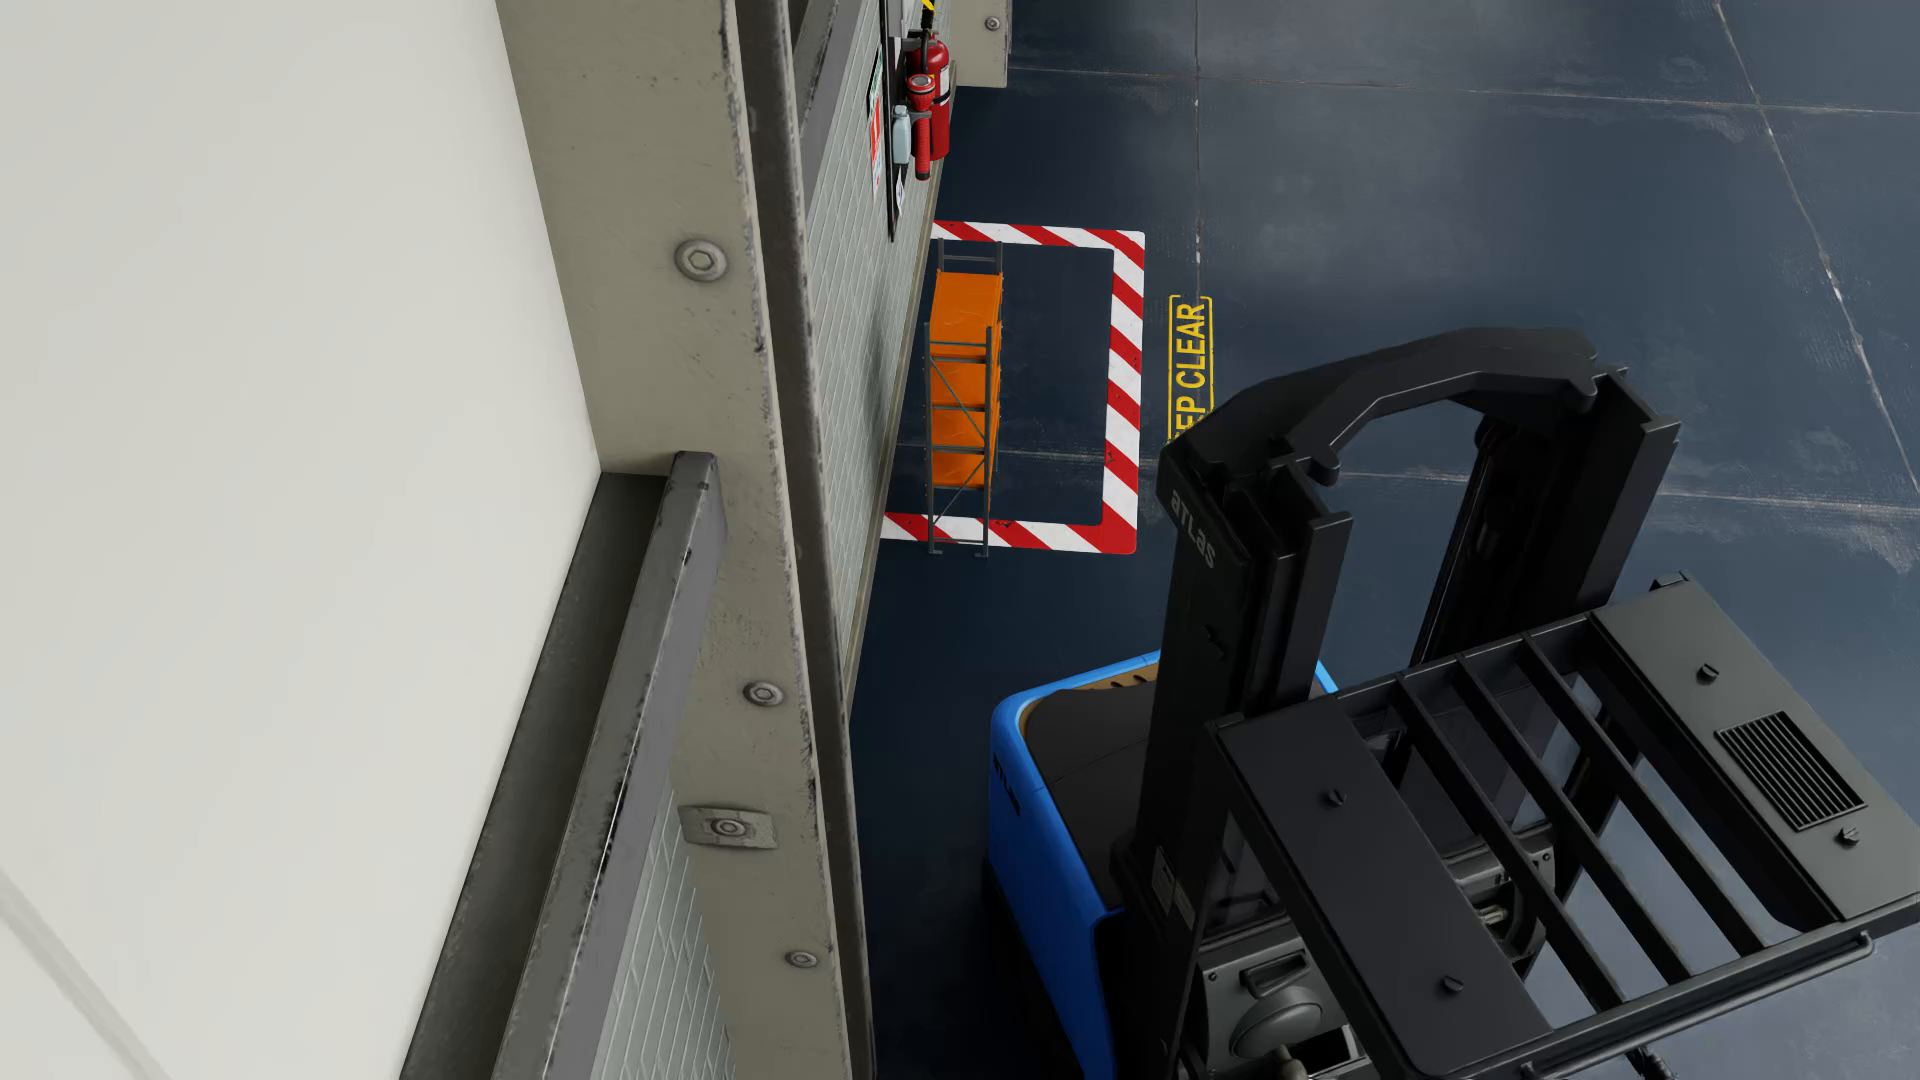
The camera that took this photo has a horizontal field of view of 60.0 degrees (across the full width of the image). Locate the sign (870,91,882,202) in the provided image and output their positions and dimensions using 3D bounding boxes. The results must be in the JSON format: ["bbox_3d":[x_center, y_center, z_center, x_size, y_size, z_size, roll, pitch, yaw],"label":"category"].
[{"bbox_3d":[-0.303,-1.421,6.019,0.001,0.329,0.234,4,48,4],"label":"sign"}]

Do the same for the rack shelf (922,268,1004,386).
[{"bbox_3d":[0.015,-0.792,6.154,0.258,0.148,0.480,4,48,4],"label":"rack shelf"}]

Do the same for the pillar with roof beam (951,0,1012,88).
[{"bbox_3d":[4.401,-5.357,5.577,9.100,9.000,0.400,4,48,4],"label":"pillar with roof beam"}]

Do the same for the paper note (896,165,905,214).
[{"bbox_3d":[-0.235,-1.386,6.607,0.016,0.148,0.142,4,48,4],"label":"paper note"}]

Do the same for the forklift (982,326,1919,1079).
[{"bbox_3d":[1.067,1.103,3.781,1.130,2.935,3.031,-16,49,-14],"label":"forklift"}]

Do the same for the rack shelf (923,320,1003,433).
[{"bbox_3d":[0.015,-0.632,6.329,0.258,0.148,0.480,4,48,4],"label":"rack shelf"}]

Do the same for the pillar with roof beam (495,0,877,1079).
[{"bbox_3d":[3.854,-0.948,1.545,9.100,9.000,0.400,4,48,4],"label":"pillar with roof beam"}]

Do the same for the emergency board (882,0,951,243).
[{"bbox_3d":[-0.150,-1.808,6.397,0.194,1.169,0.643,4,48,4],"label":"emergency board"}]

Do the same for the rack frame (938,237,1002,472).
[{"bbox_3d":[0.037,-0.706,6.608,0.240,1.200,0.015,4,48,4],"label":"rack frame"}]

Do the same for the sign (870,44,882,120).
[{"bbox_3d":[-0.294,-1.603,5.826,0.001,0.109,0.331,4,48,4],"label":"sign"}]

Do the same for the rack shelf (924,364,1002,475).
[{"bbox_3d":[0.015,-0.481,6.494,0.258,0.148,0.480,4,48,4],"label":"rack shelf"}]

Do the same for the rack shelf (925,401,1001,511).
[{"bbox_3d":[0.015,-0.347,6.641,0.258,0.148,0.480,4,48,4],"label":"rack shelf"}]

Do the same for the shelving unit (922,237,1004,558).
[{"bbox_3d":[0.015,-0.527,6.444,0.258,1.200,0.503,4,48,4],"label":"shelving unit"}]

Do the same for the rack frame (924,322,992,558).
[{"bbox_3d":[-0.007,-0.347,6.280,0.240,1.200,0.015,4,48,4],"label":"rack frame"}]
